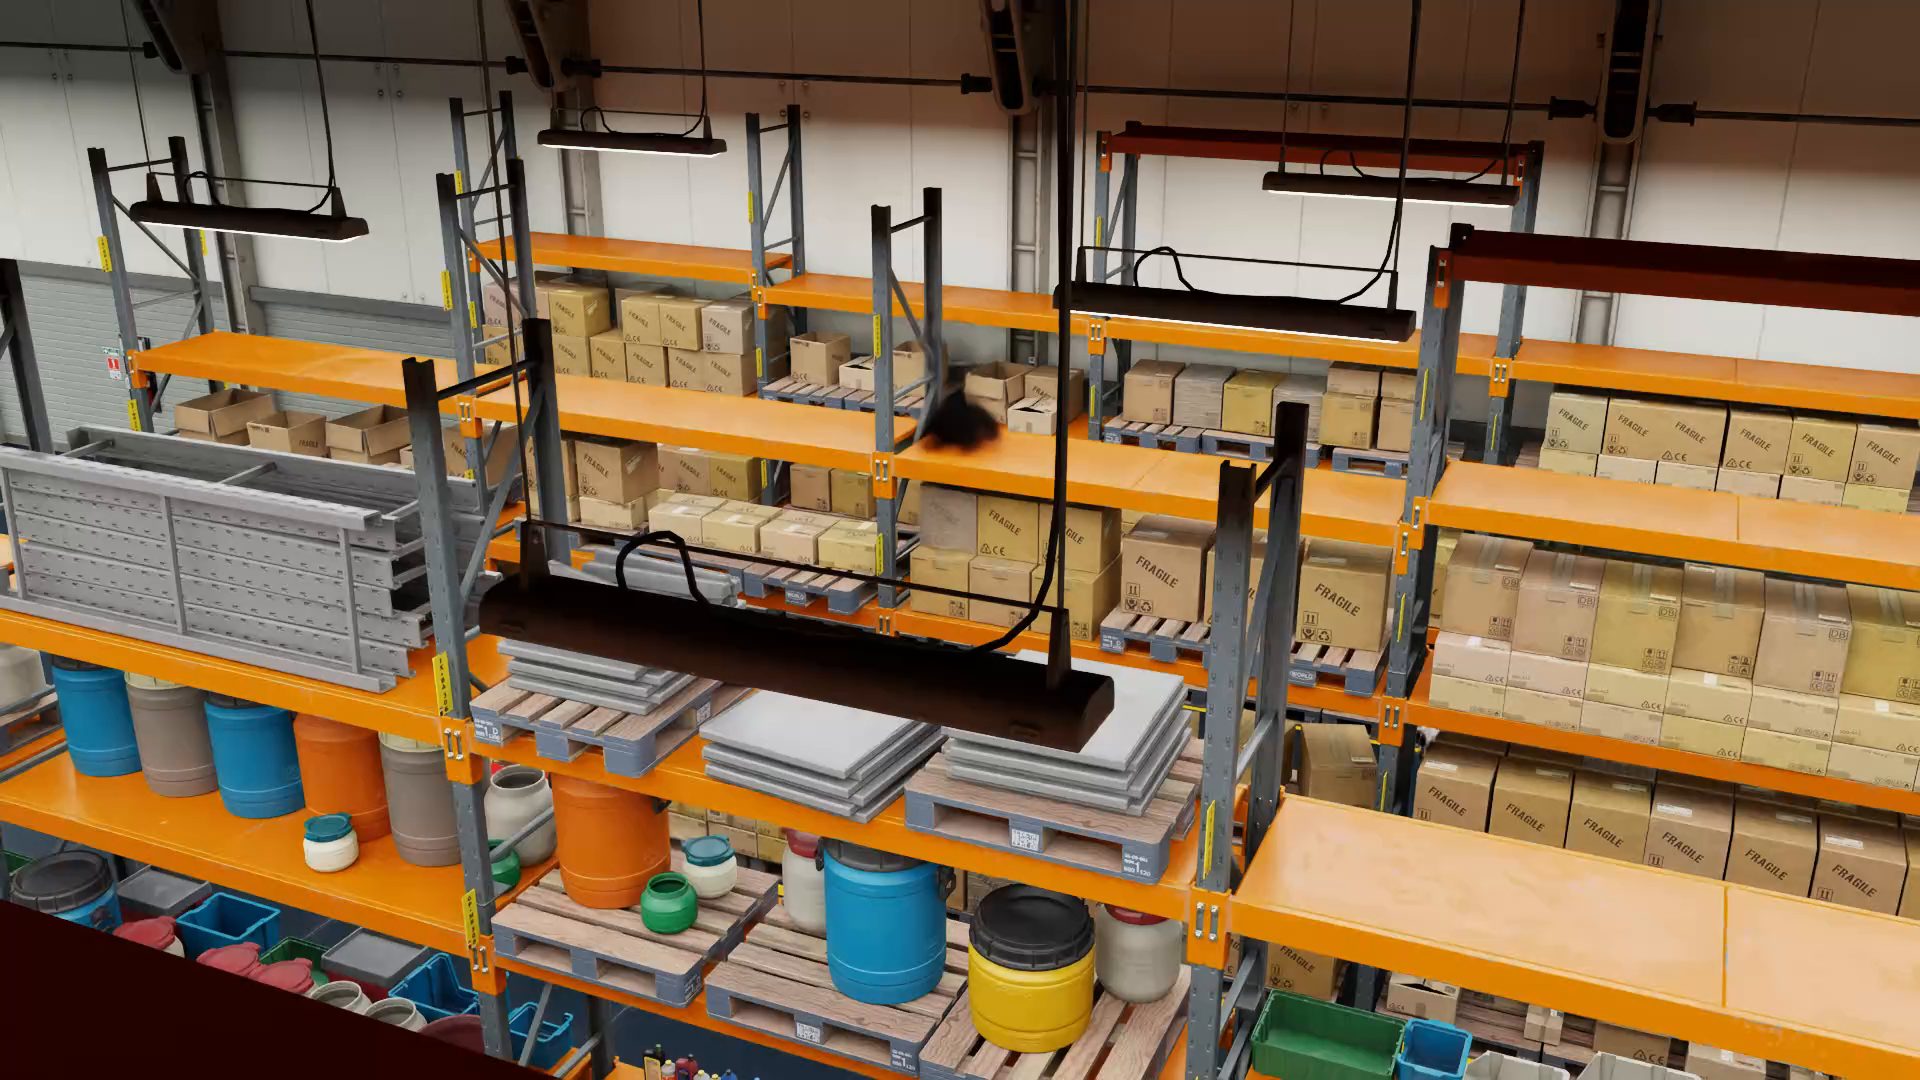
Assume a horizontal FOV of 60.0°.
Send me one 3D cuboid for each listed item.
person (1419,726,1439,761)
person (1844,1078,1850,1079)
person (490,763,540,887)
[{"bbox_3d":[4.402,2.146,14.784,0.998,1.631,0.628,3,21,9],"label":"person"},{"bbox_3d":[5.795,3.856,10.149,1.002,1.599,0.716,10,23,26],"label":"person"},{"bbox_3d":[-3.578,2.547,13.572,0.890,1.629,0.697,5,21,14],"label":"person"}]
